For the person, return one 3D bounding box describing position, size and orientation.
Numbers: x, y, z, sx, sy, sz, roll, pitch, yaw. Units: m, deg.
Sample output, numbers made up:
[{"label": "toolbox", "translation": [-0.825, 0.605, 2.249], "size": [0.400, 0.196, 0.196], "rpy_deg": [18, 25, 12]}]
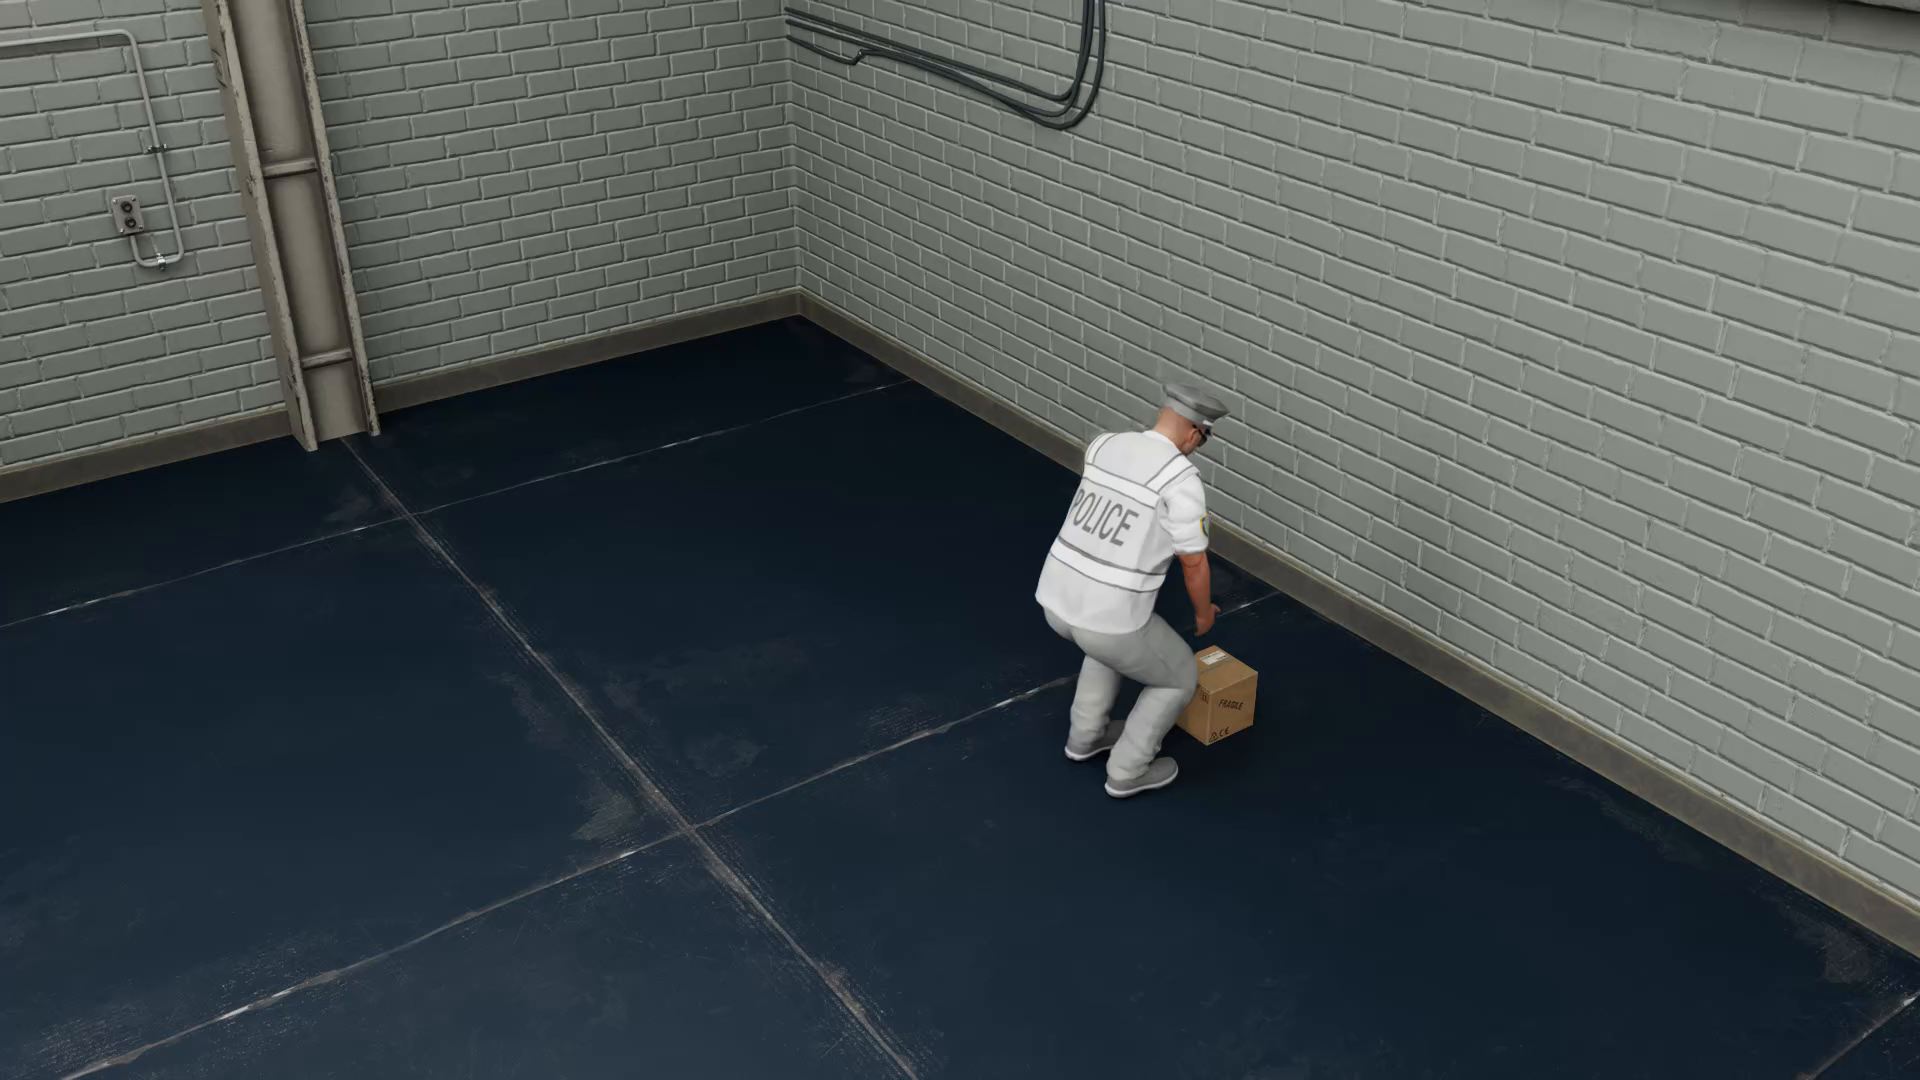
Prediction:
[{"label": "person", "translation": [0.620, 0.181, 6.066], "size": [0.751, 1.492, 0.588], "rpy_deg": [-18, 33, -30]}]
